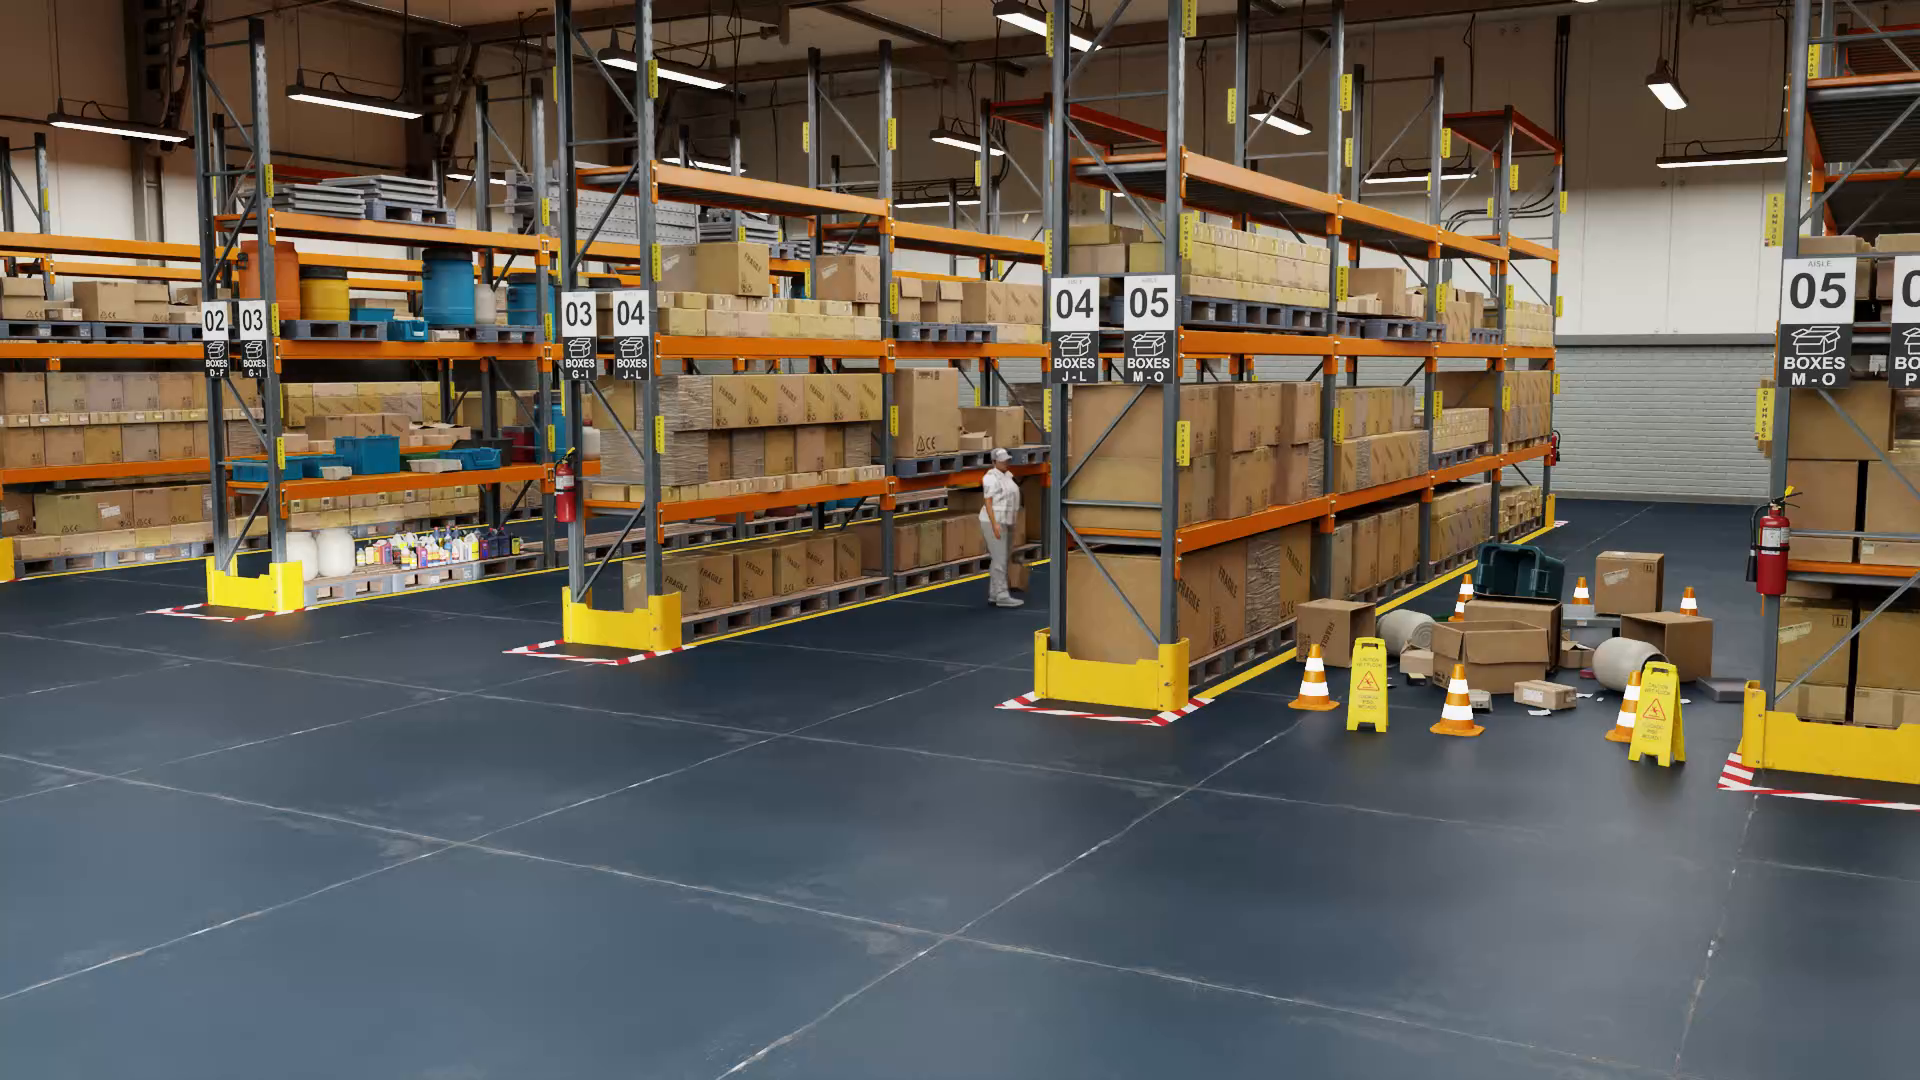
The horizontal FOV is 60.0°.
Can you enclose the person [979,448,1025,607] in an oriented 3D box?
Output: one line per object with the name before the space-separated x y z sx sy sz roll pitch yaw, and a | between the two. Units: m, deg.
person | 0.488 -0.139 17.484 0.537 1.668 0.556 3 7 29
